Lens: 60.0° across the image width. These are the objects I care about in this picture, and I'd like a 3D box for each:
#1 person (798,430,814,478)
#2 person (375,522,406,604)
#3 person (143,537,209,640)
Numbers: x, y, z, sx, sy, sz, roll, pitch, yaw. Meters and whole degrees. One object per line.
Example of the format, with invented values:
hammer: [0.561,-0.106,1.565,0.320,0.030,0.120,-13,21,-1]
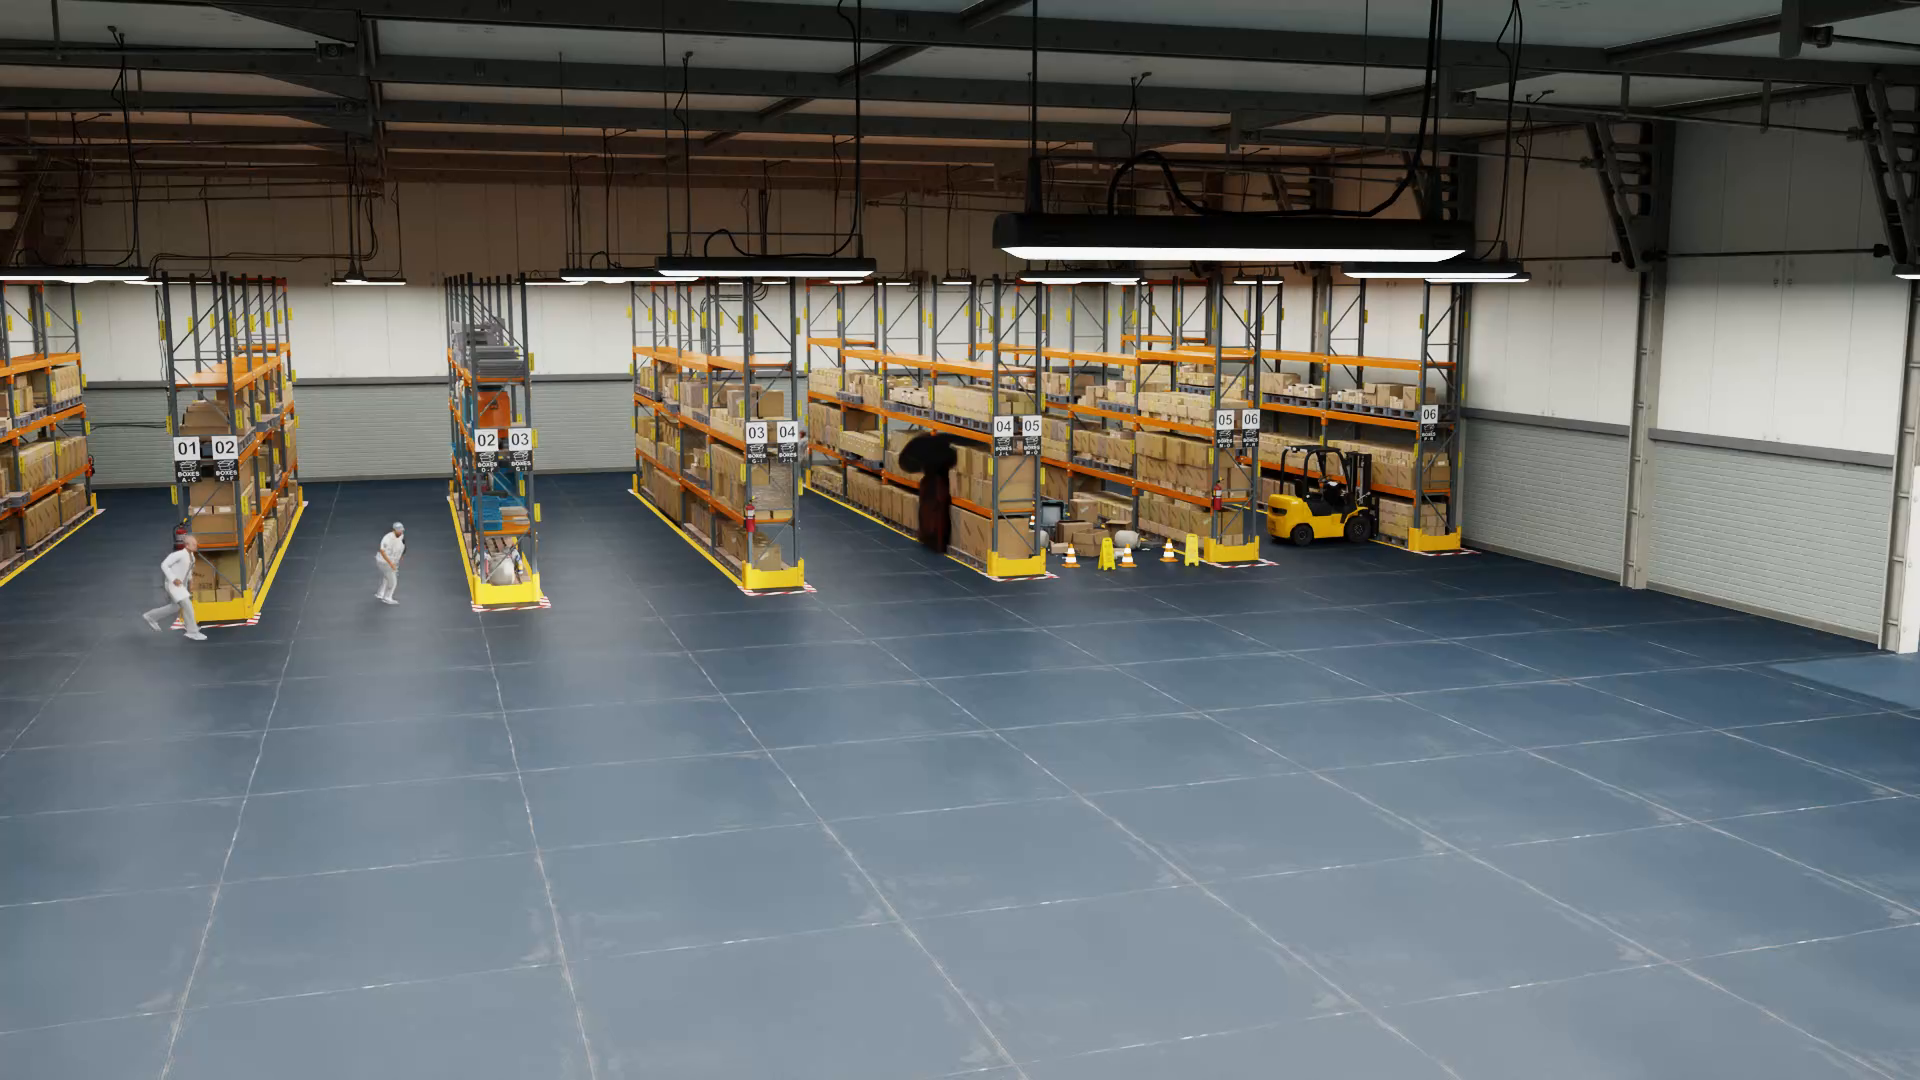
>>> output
person: [-4.644,-2.498,49.444,0.738,1.561,0.578,-5,10,-31]
person: [-10.390,0.412,30.361,0.827,1.551,0.640,2,9,12]
person: [-12.925,0.805,27.253,1.046,1.738,0.730,1,9,6]
